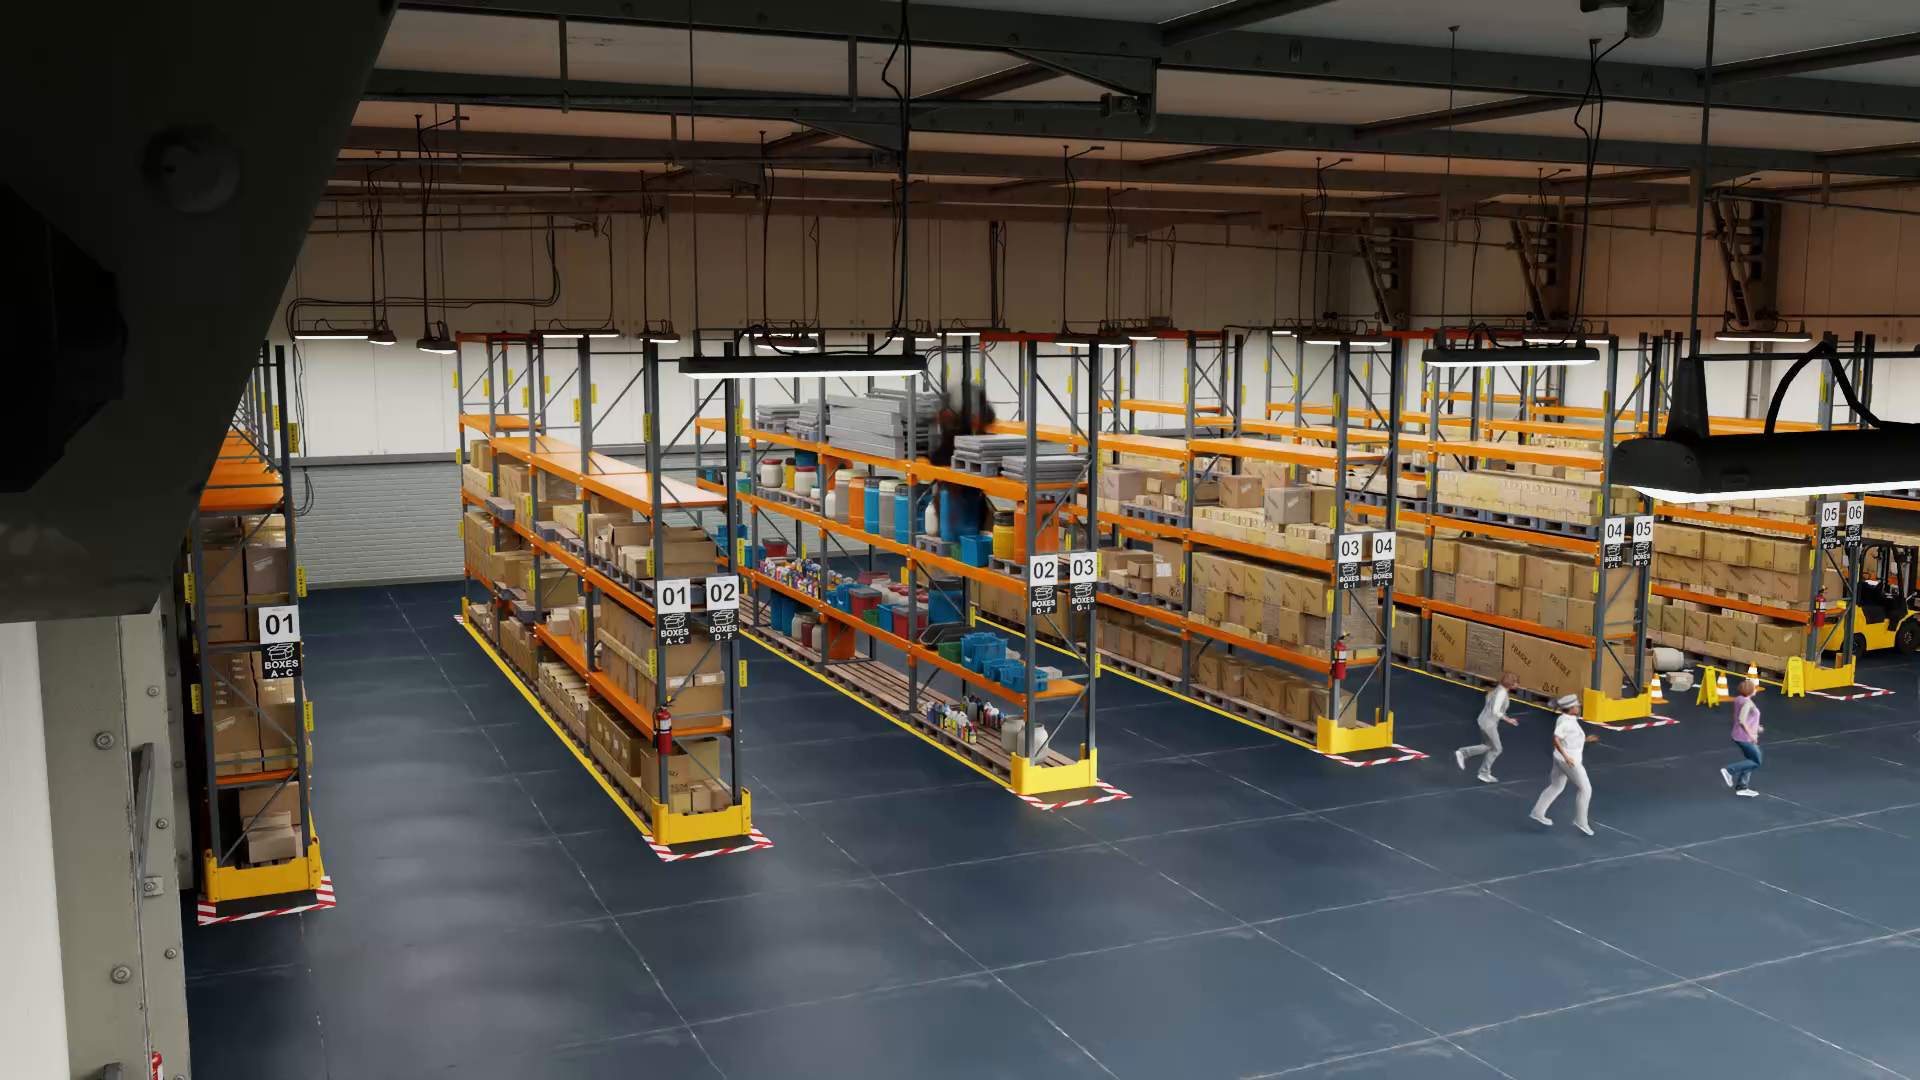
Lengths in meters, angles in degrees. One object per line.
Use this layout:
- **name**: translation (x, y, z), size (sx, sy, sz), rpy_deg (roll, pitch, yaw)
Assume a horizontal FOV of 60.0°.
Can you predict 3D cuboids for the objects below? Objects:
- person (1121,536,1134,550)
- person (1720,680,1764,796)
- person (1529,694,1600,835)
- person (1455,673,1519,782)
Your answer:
- **person**: translation (4.198, -0.131, 41.952), size (0.565, 1.630, 0.637), rpy_deg (5, 9, 32)
- **person**: translation (10.334, 2.616, 21.949), size (0.556, 1.552, 0.549), rpy_deg (1, 8, 7)
- **person**: translation (7.449, 2.752, 20.415), size (0.760, 1.757, 0.549), rpy_deg (0, 8, 2)
- **person**: translation (7.212, 2.550, 22.752), size (0.802, 1.522, 0.557), rpy_deg (2, 8, 15)
